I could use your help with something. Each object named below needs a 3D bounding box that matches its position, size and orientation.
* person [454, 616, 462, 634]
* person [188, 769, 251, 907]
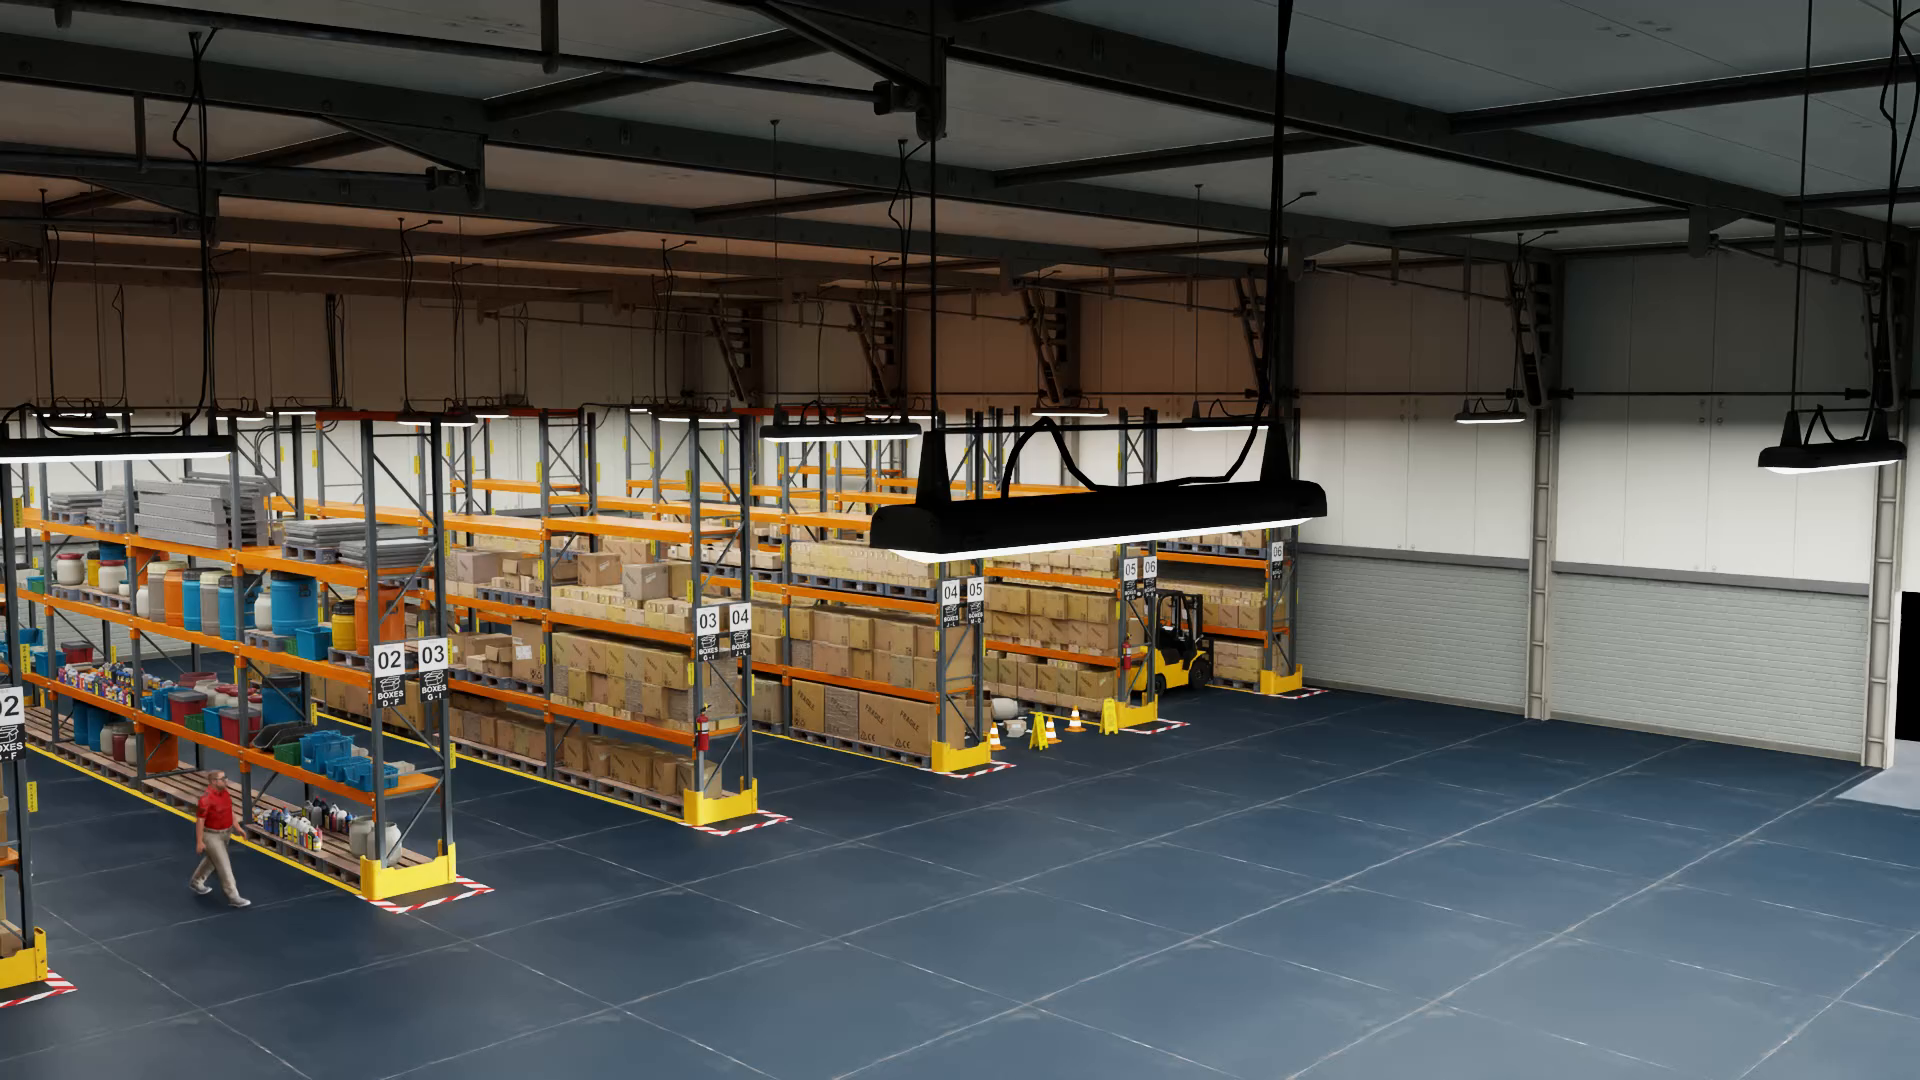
[{"bbox_3d":[-10.646,2.356,34.927,1.067,1.695,0.647,4,6,39],"label":"person"},{"bbox_3d":[-9.187,3.654,20.587,1.112,1.661,0.622,2,5,19],"label":"person"}]
